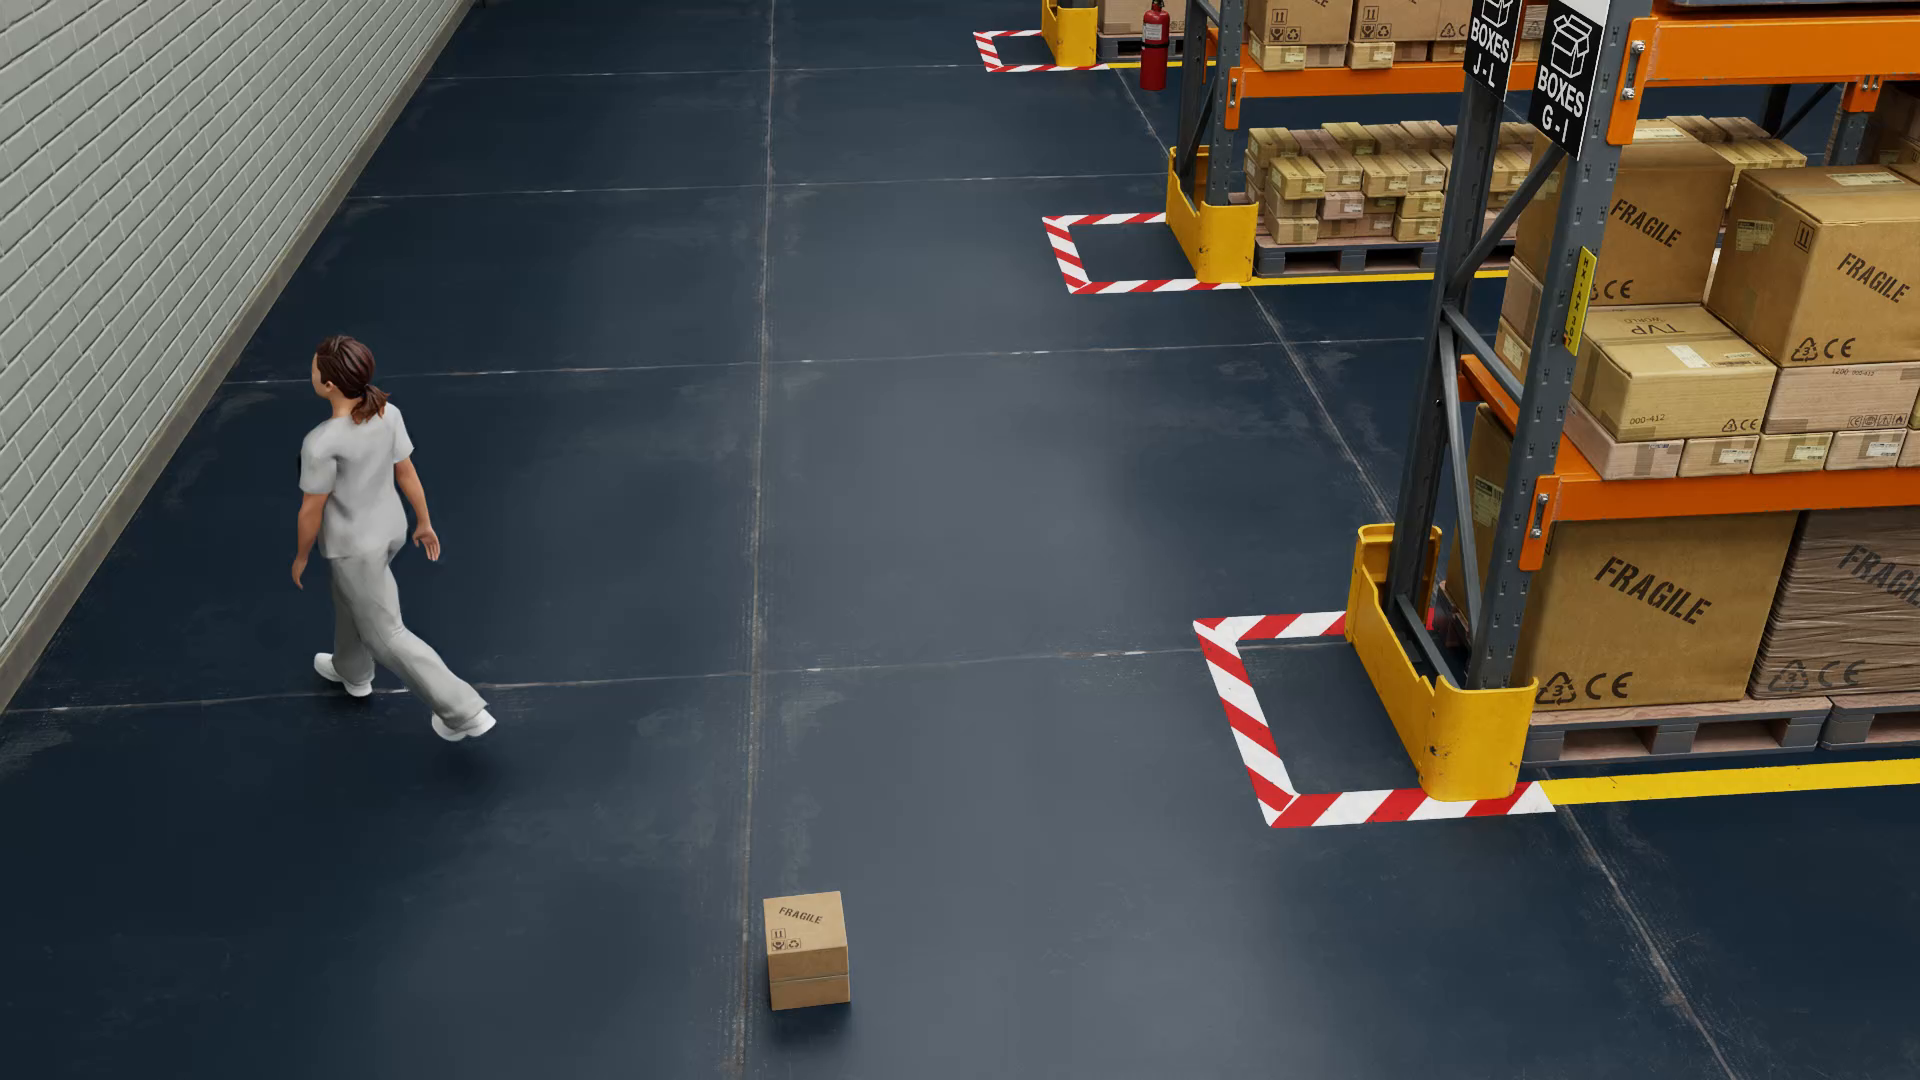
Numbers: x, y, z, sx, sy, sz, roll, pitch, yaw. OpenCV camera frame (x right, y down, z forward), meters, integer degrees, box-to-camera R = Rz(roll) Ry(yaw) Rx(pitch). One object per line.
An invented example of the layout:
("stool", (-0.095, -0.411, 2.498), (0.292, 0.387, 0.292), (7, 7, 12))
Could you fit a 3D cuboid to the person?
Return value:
("person", (-2.194, 0.003, 6.142), (1.032, 1.619, 0.462), (12, 33, 19))
